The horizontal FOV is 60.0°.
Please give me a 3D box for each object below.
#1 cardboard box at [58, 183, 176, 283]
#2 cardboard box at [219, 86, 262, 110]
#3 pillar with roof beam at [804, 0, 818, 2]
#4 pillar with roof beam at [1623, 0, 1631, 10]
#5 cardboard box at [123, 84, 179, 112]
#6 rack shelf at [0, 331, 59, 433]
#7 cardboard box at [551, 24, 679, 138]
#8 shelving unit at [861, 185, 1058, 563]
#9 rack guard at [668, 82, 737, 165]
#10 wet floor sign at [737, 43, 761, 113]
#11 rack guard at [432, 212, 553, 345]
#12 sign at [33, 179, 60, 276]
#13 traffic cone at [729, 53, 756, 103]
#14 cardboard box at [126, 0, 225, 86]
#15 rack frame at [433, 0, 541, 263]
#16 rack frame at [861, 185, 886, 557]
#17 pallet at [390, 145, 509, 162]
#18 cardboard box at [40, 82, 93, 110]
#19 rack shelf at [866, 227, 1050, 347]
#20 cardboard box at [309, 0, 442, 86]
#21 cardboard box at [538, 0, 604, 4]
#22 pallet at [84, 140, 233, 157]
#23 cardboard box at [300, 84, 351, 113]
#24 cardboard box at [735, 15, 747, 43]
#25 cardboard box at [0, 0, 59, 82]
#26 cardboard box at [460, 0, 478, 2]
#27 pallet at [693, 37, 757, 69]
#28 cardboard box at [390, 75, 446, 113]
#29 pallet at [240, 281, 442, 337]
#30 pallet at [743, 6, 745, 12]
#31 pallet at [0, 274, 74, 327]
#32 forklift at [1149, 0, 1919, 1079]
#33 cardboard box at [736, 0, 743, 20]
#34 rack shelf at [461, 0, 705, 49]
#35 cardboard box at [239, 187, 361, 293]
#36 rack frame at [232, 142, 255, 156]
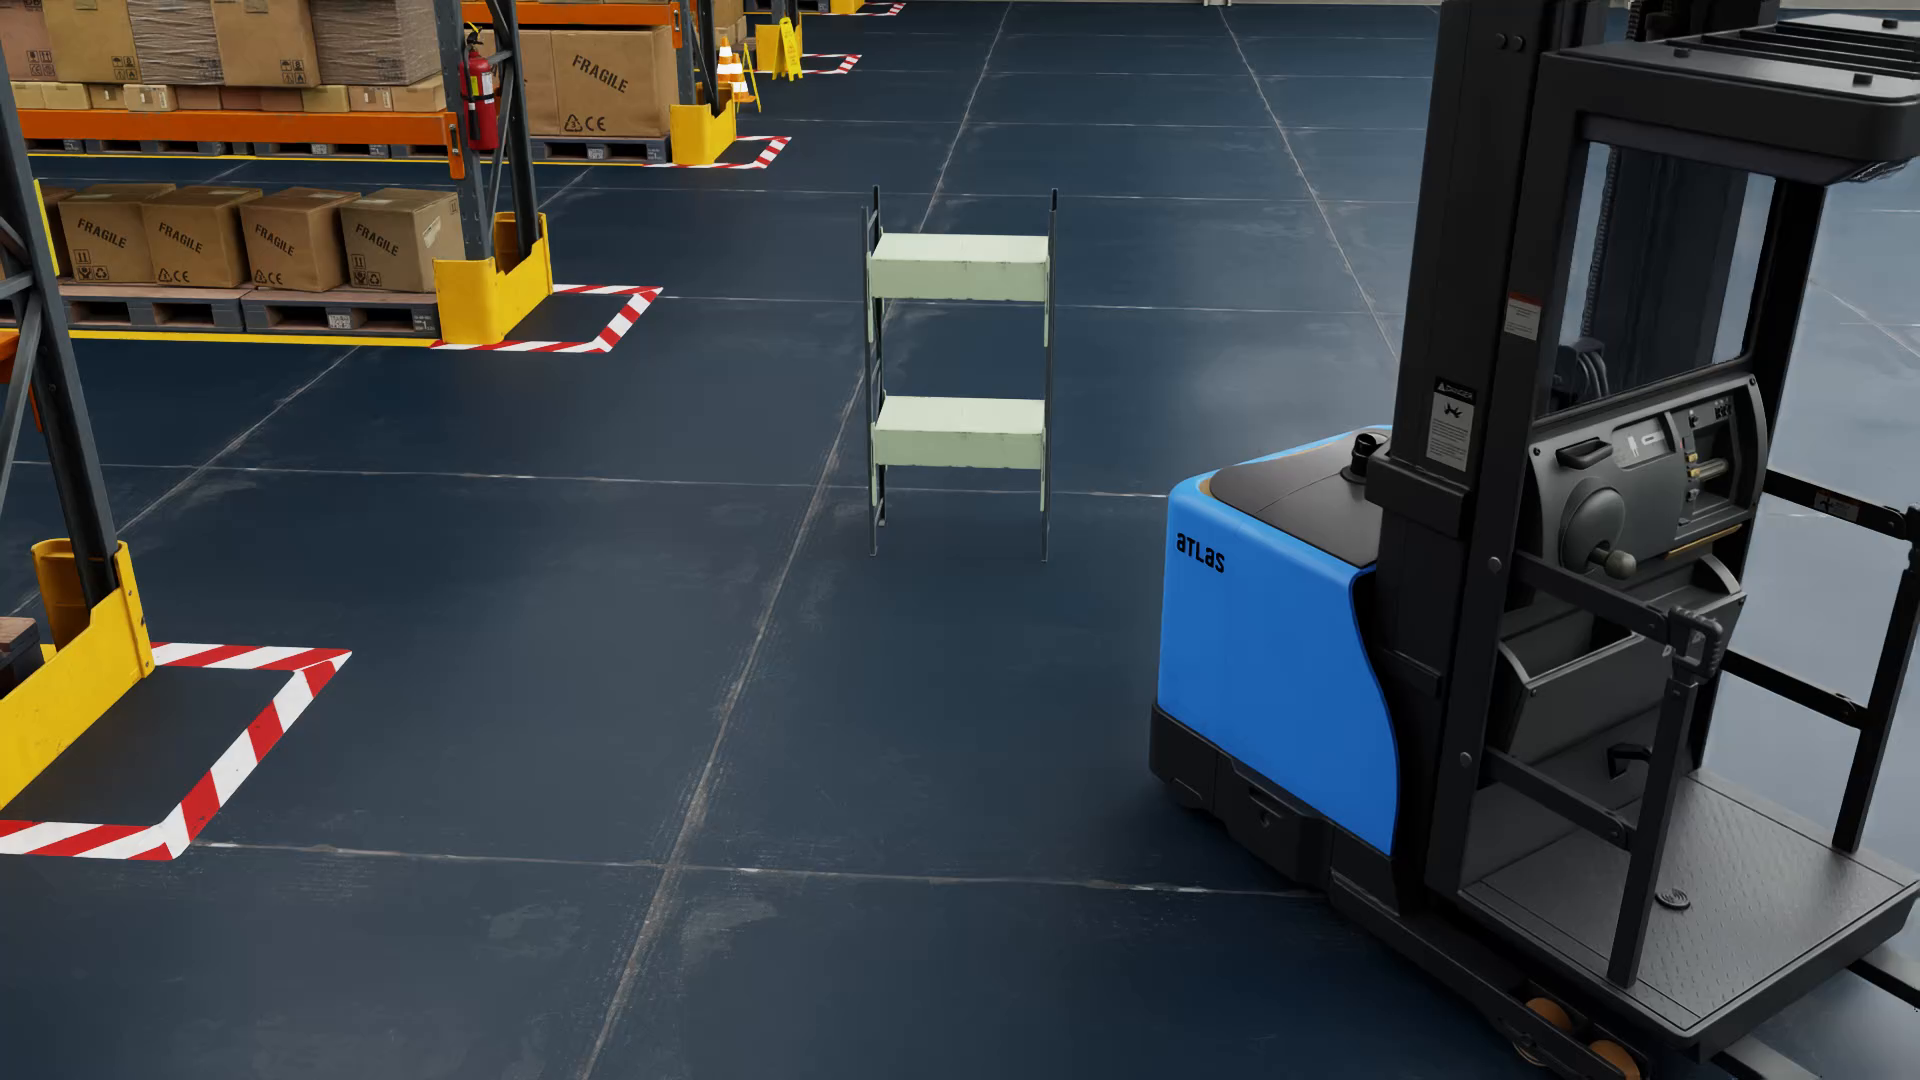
[{"bbox_3d":[-5.155,-1.900,10.278,0.500,0.500,0.500,0,25,-1],"label":"cardboard box"},{"bbox_3d":[-4.056,-2.592,9.594,0.250,0.149,0.380,2,25,4],"label":"cardboard box"},{"bbox_3d":[-2.579,-10.276,18.818,0.400,9.000,9.100,2,25,4],"label":"pillar with roof beam"},{"bbox_3d":[9.385,-9.892,17.983,0.400,9.000,9.100,2,25,4],"label":"pillar with roof beam"},{"bbox_3d":[-4.563,-2.561,9.528,0.250,0.149,0.380,2,25,4],"label":"cardboard box"},{"bbox_3d":[-5.133,-0.421,5.437,4.000,0.370,1.077,2,25,4],"label":"rack shelf"},{"bbox_3d":[-2.960,-4.032,14.463,0.875,0.875,0.875,2,25,4],"label":"cardboard box"},{"bbox_3d":[0.007,-0.681,6.936,0.755,1.500,0.431,2,25,4],"label":"shelving unit"},{"bbox_3d":[-2.255,-3.676,14.640,0.348,0.500,1.175,2,25,4],"label":"rack guard"},{"bbox_3d":[-2.099,-4.567,16.403,0.232,0.644,0.267,-2,25,-5],"label":"wet floor sign"},{"bbox_3d":[-2.835,-1.615,10.162,0.348,0.500,1.175,2,25,4],"label":"rack guard"},{"bbox_3d":[-3.092,-1.039,5.588,0.005,0.325,0.100,2,25,4],"label":"sign"},{"bbox_3d":[-2.274,-4.729,16.973,0.334,0.463,0.336,2,25,4],"label":"traffic cone"},{"bbox_3d":[-4.309,-2.958,9.614,0.500,0.500,0.875,2,25,4],"label":"cardboard box"},{"bbox_3d":[-2.760,-2.748,9.634,0.127,3.000,1.000,2,25,4],"label":"rack frame"},{"bbox_3d":[-0.358,-0.693,6.961,0.023,1.500,0.400,2,25,4],"label":"rack frame"},{"bbox_3d":[-4.295,-3.578,14.774,1.213,0.211,1.003,2,25,4],"label":"pallet"},{"bbox_3d":[-5.060,-2.587,9.585,0.250,0.149,0.380,2,25,4],"label":"cardboard box"},{"bbox_3d":[0.007,-1.036,6.773,0.720,0.370,0.431,2,25,4],"label":"rack shelf"},{"bbox_3d":[-3.306,-2.958,9.614,0.500,0.500,0.875,2,25,4],"label":"cardboard box"},{"bbox_3d":[-3.203,-4.882,14.091,0.550,0.550,0.875,2,25,4],"label":"cardboard box"},{"bbox_3d":[-7.042,-3.667,14.966,1.213,0.211,1.003,2,25,4],"label":"pallet"},{"bbox_3d":[-3.562,-2.552,9.508,0.250,0.149,0.380,2,25,4],"label":"cardboard box"},{"bbox_3d":[-2.784,-5.961,19.404,0.500,0.250,0.500,2,25,4],"label":"cardboard box"},{"bbox_3d":[-5.302,-3.012,9.731,0.500,0.500,0.875,2,25,4],"label":"cardboard box"},{"bbox_3d":[-4.283,-4.952,14.243,0.500,0.550,0.875,2,25,4],"label":"cardboard box"},{"bbox_3d":[-2.884,-5.655,19.287,1.213,0.211,1.003,2,25,4],"label":"pallet"},{"bbox_3d":[-3.060,-2.557,9.519,0.250,0.149,0.380,2,25,4],"label":"cardboard box"},{"bbox_3d":[-3.643,-1.524,10.311,1.213,0.211,1.003,2,25,4],"label":"pallet"},{"bbox_3d":[-3.603,-7.728,23.792,1.213,0.211,1.003,2,25,4],"label":"pallet"},{"bbox_3d":[-6.076,-1.603,10.480,1.213,0.211,1.003,2,25,4],"label":"pallet"},{"bbox_3d":[1.867,-0.137,4.041,1.130,2.935,3.031,-16,29,-31],"label":"forklift"},{"bbox_3d":[-2.808,-6.302,19.248,0.500,0.500,0.500,1,25,2],"label":"cardboard box"},{"bbox_3d":[-4.273,-4.549,14.409,4.000,0.370,1.077,2,25,4],"label":"rack shelf"},{"bbox_3d":[-3.980,-1.835,10.138,0.500,0.500,0.500,8,26,18],"label":"cardboard box"},{"bbox_3d":[-6.267,-4.940,14.398,0.127,3.000,1.000,2,25,4],"label":"rack frame"}]
